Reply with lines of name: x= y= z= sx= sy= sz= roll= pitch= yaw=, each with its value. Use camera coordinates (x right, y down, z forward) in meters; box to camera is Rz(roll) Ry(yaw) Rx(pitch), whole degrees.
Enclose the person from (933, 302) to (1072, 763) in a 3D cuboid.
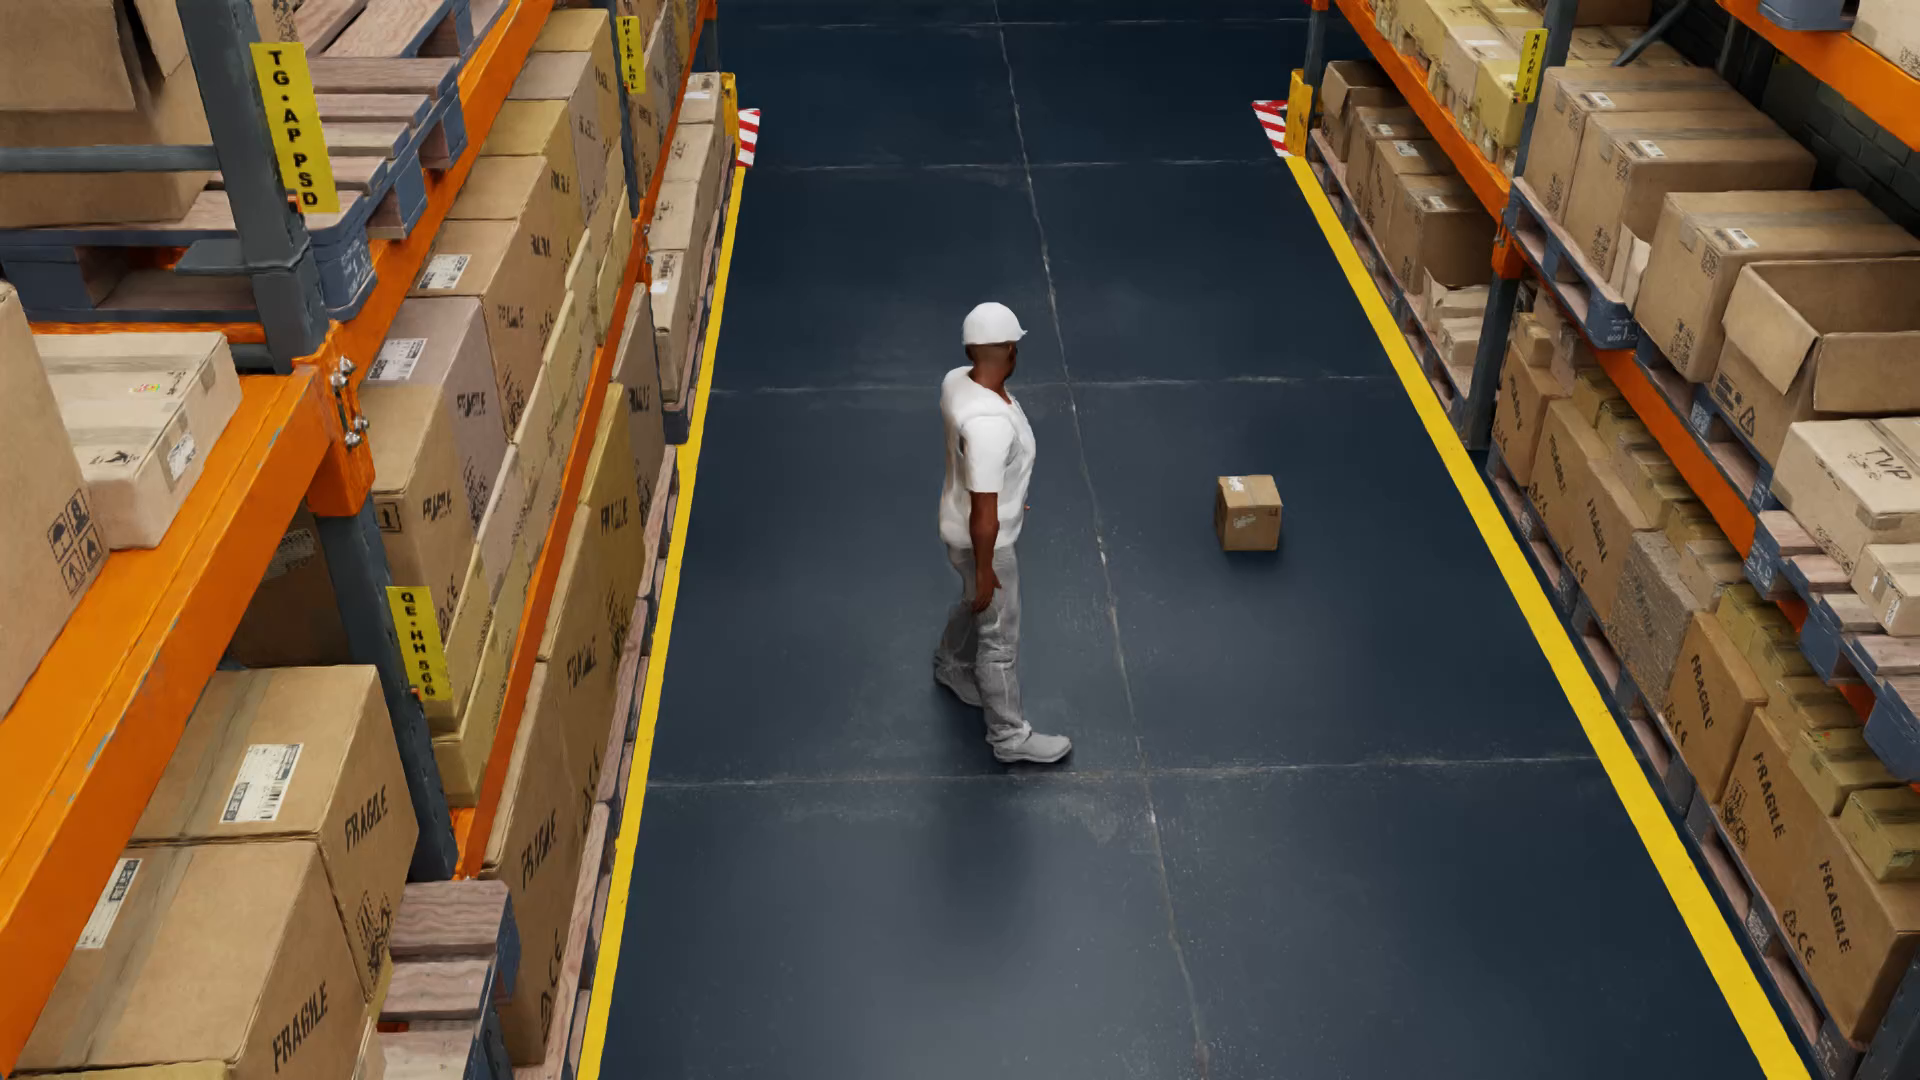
person: x=0.163 y=-0.026 z=6.186 sx=0.563 sy=1.757 sz=0.675 roll=1 pitch=35 yaw=2
